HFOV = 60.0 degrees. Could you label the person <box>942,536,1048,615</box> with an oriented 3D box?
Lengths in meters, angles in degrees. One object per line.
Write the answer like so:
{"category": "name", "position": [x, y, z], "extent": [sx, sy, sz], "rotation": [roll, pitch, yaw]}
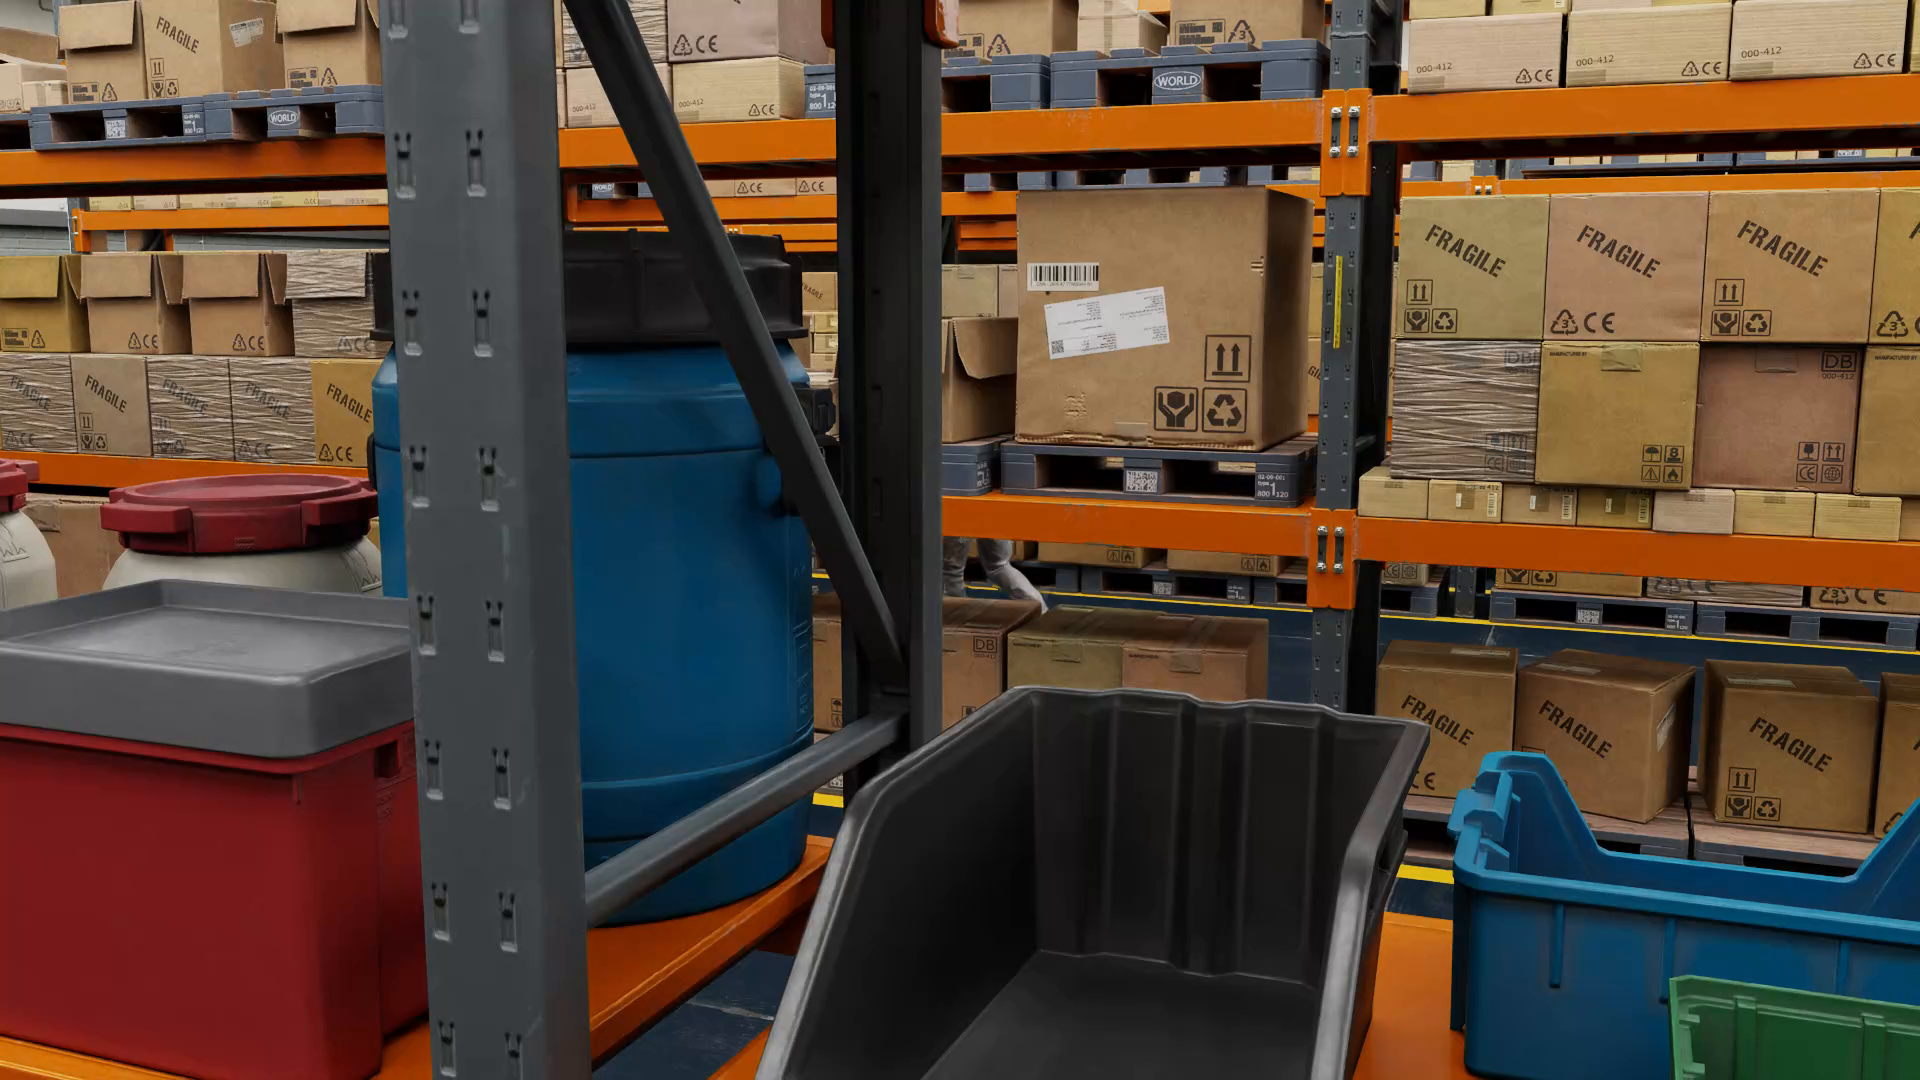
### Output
{"category": "person", "position": [0.144, -0.181, 9.389], "extent": [0.823, 1.778, 0.584], "rotation": [8, 12, 42]}
